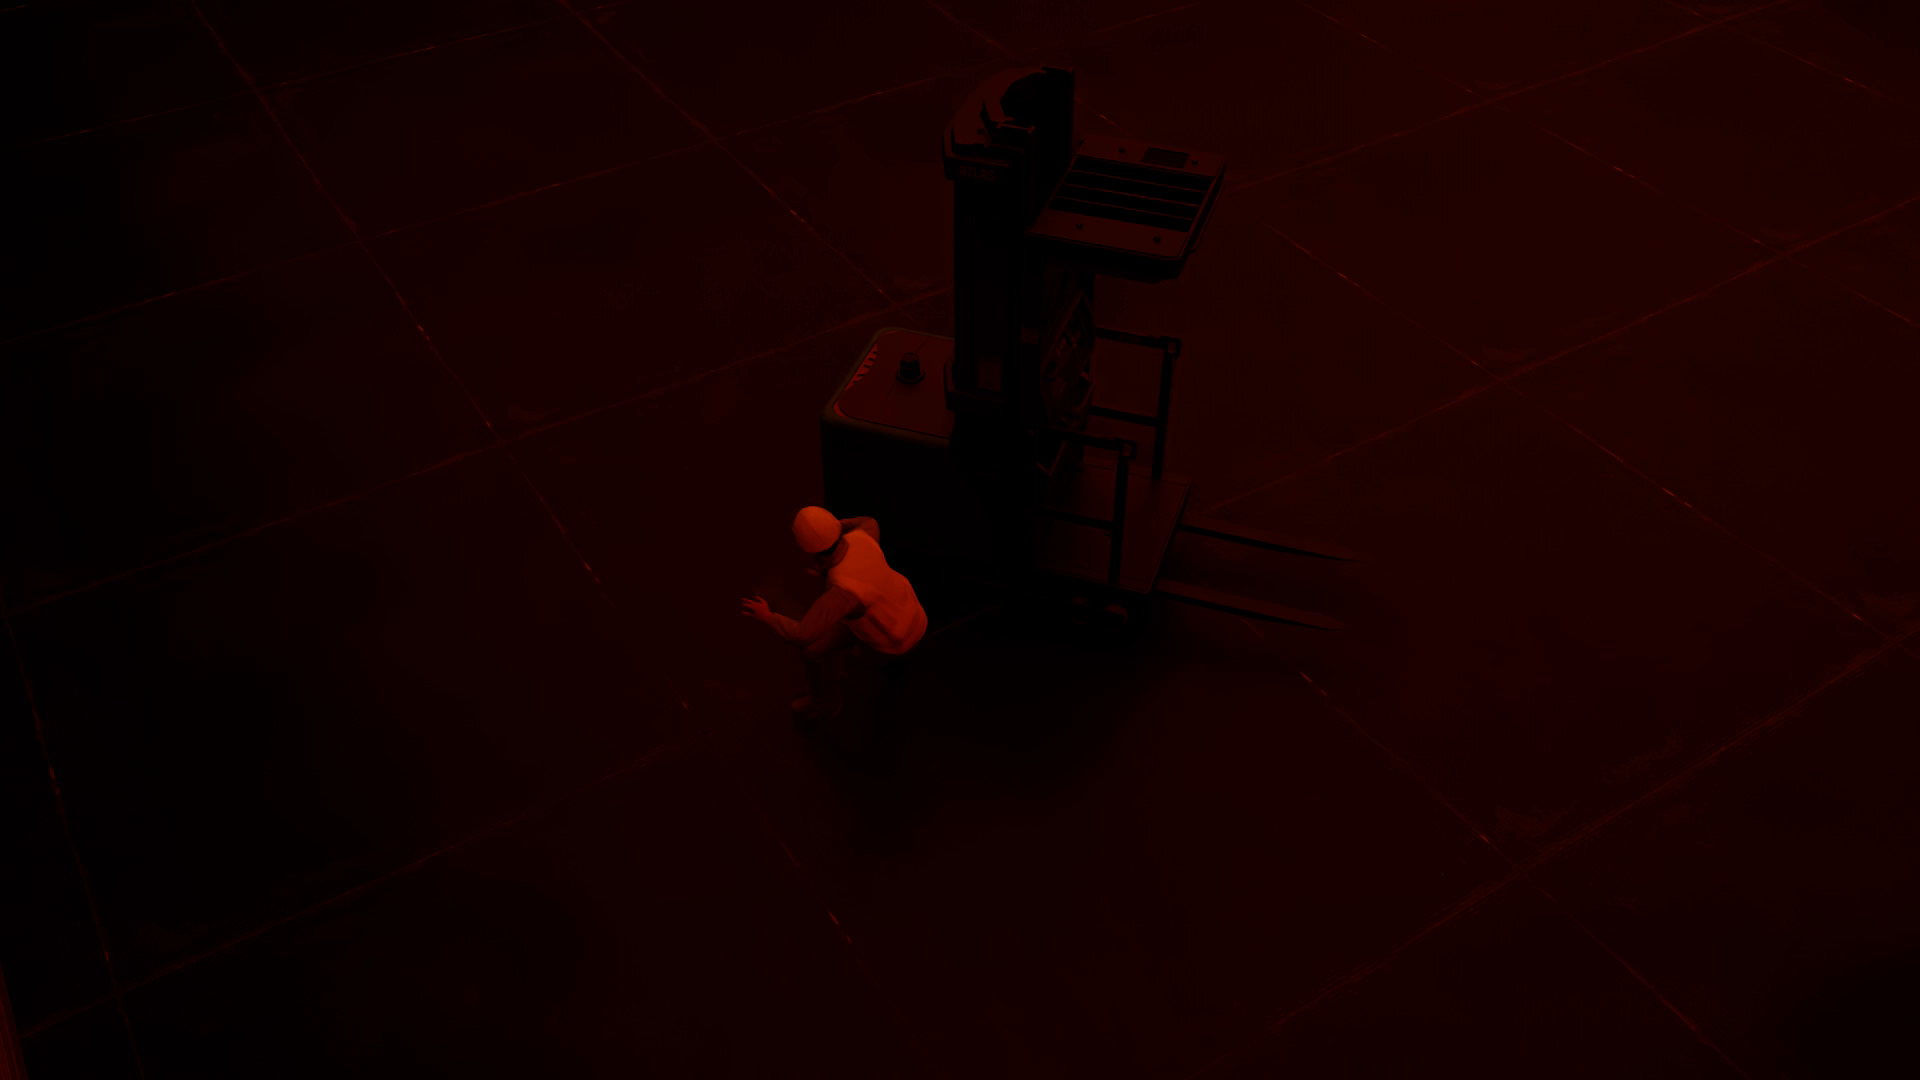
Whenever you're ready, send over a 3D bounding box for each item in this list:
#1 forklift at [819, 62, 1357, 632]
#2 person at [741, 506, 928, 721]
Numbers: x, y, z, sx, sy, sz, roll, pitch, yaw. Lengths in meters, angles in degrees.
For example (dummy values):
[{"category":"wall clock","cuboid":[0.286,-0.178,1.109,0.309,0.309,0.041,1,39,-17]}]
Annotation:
[{"category":"forklift","cuboid":[0.770,-0.973,8.984,3.031,2.935,1.130,13,43,14]},{"category":"person","cuboid":[-0.670,0.342,8.527,0.929,1.519,0.960,-10,42,-11]}]
